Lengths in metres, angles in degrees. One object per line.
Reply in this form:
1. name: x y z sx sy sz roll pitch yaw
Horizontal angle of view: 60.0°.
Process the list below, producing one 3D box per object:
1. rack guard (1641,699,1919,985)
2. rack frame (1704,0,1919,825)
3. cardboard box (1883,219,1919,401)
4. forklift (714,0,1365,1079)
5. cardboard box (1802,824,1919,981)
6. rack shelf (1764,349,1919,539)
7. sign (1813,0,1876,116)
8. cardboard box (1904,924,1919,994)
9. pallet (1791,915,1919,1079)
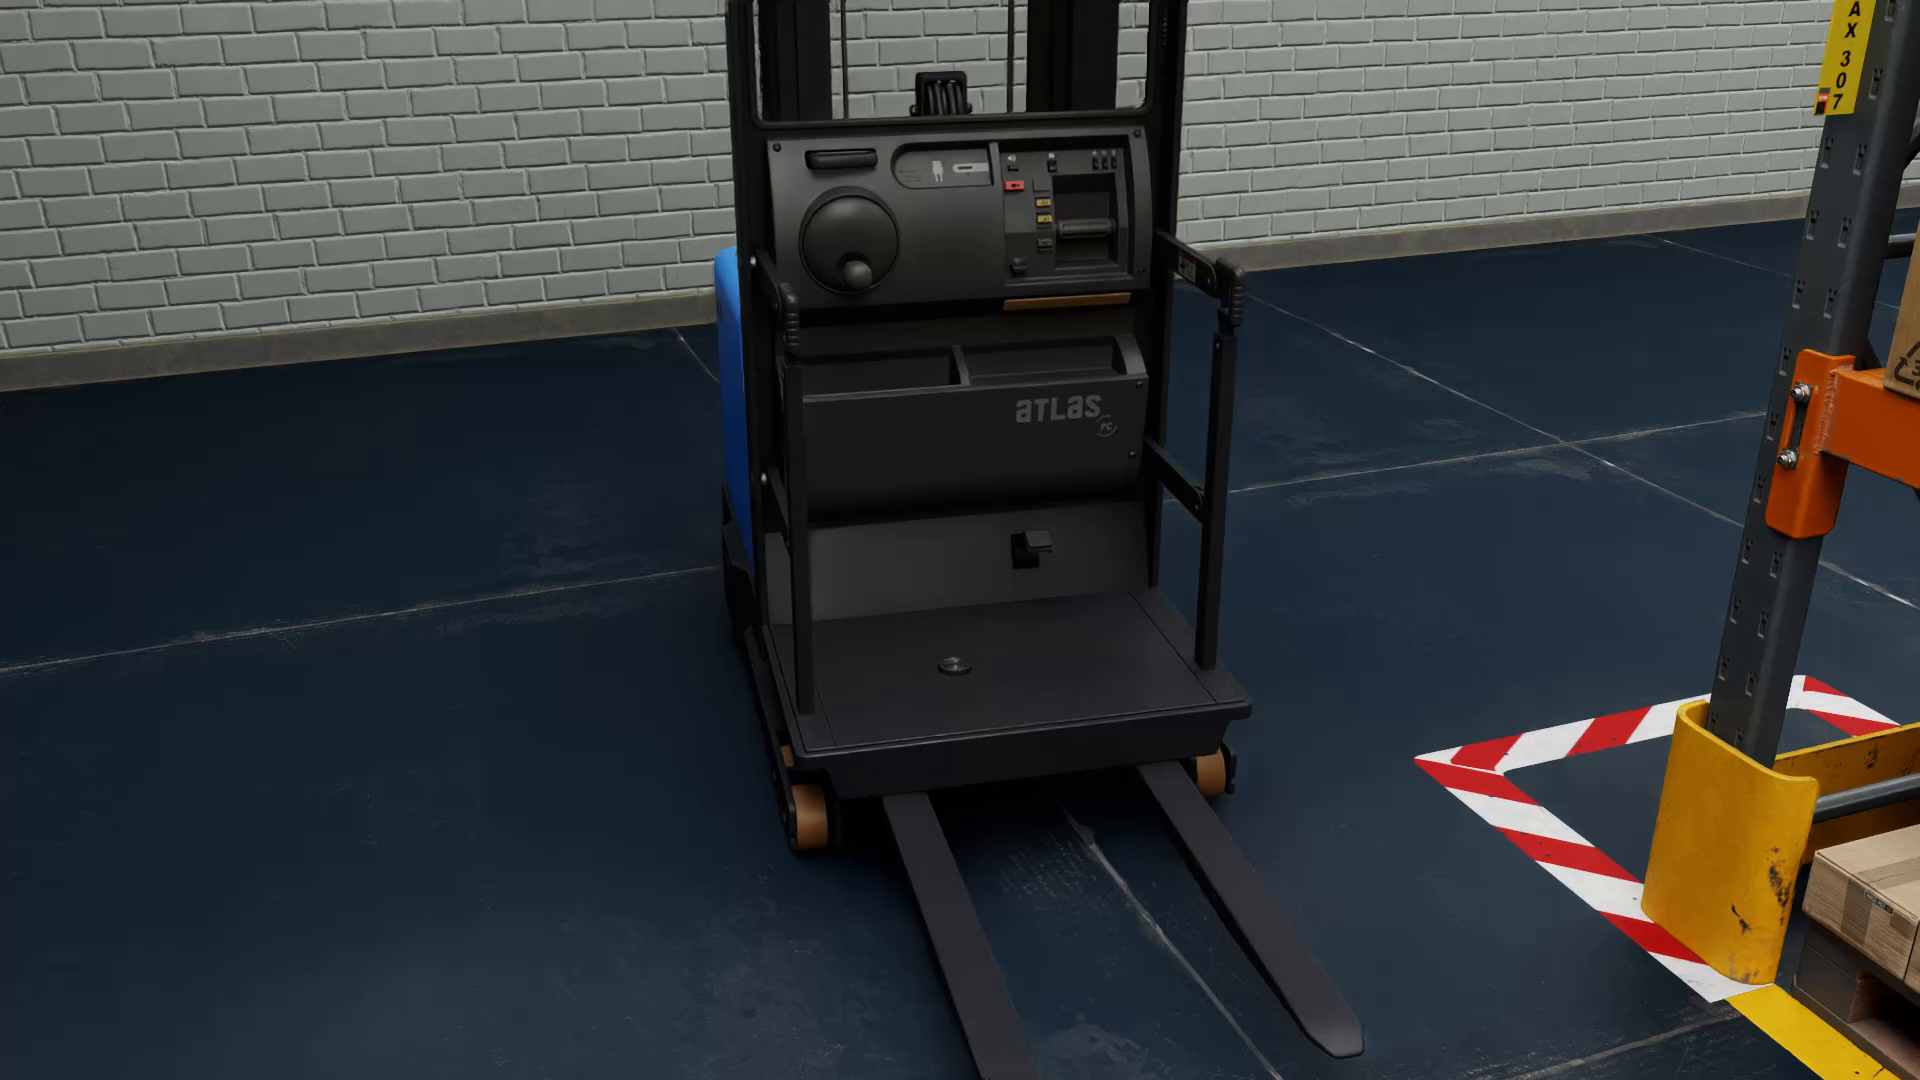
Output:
1. rack guard: 2.132 0.576 3.739 1.175 0.500 0.348 -8 24 -19
2. rack frame: 2.105 -0.603 3.319 1.000 3.000 0.127 -8 24 -19
3. cardboard box: 2.015 -0.452 2.832 0.500 0.500 0.500 -8 24 -18
4. forklift: 0.059 -0.767 3.795 1.130 2.935 3.031 -5 23 -12
5. cardboard box: 1.931 0.707 3.315 0.380 0.149 0.250 -8 24 -19
6. rack shelf: 2.811 0.455 1.735 1.077 0.370 4.000 -8 24 -19
7. sign: 1.597 -0.928 2.975 0.100 0.325 0.005 -8 24 -19
8. cardboard box: 2.020 0.790 3.096 0.380 0.166 0.250 -8 24 -19
9. pallet: 2.414 0.999 3.109 1.003 0.211 1.213 -8 24 -19
